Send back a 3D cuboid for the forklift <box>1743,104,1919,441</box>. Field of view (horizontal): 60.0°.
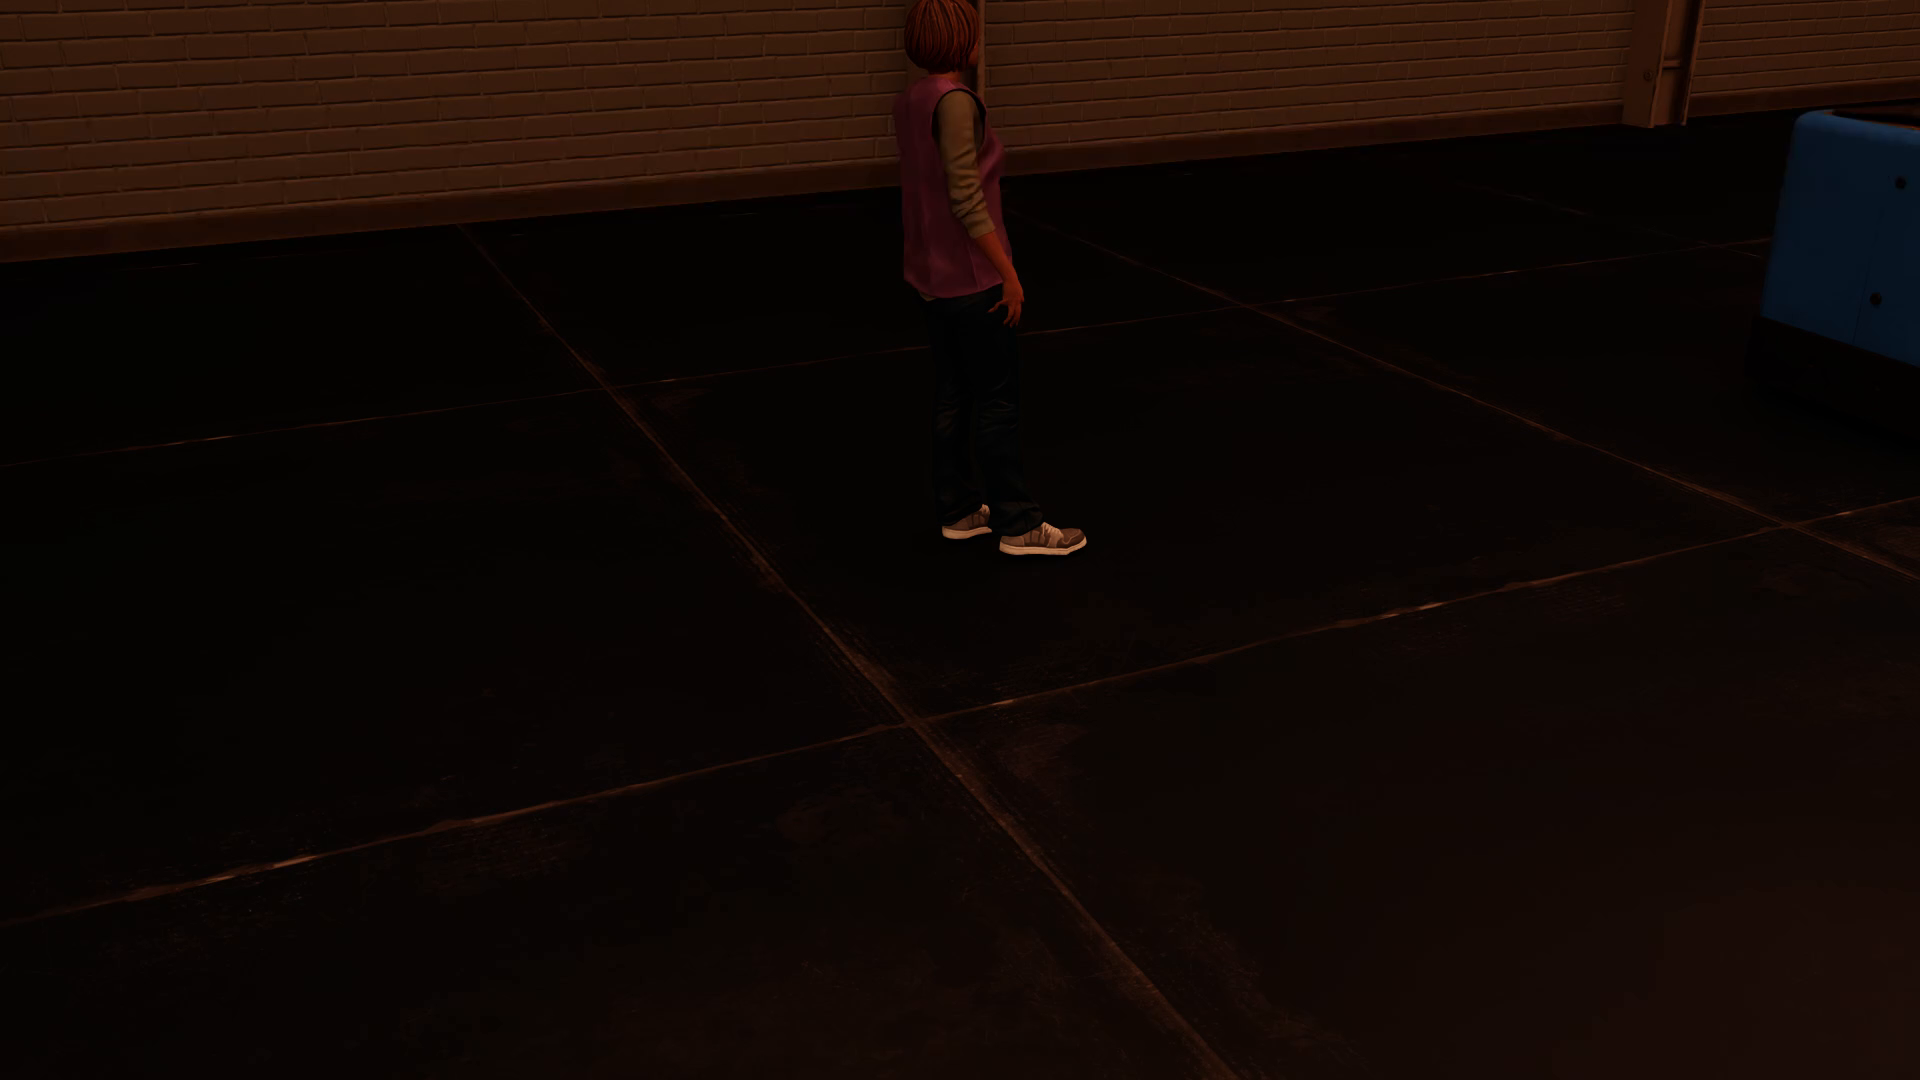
[{"bbox_3d":[4.620,-1.953,5.987,3.031,2.935,1.130,-8,24,-18],"label":"forklift"}]

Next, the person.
[{"bbox_3d":[0.073,-0.751,4.814,0.476,1.597,0.520,-10,25,-23],"label":"person"}]
